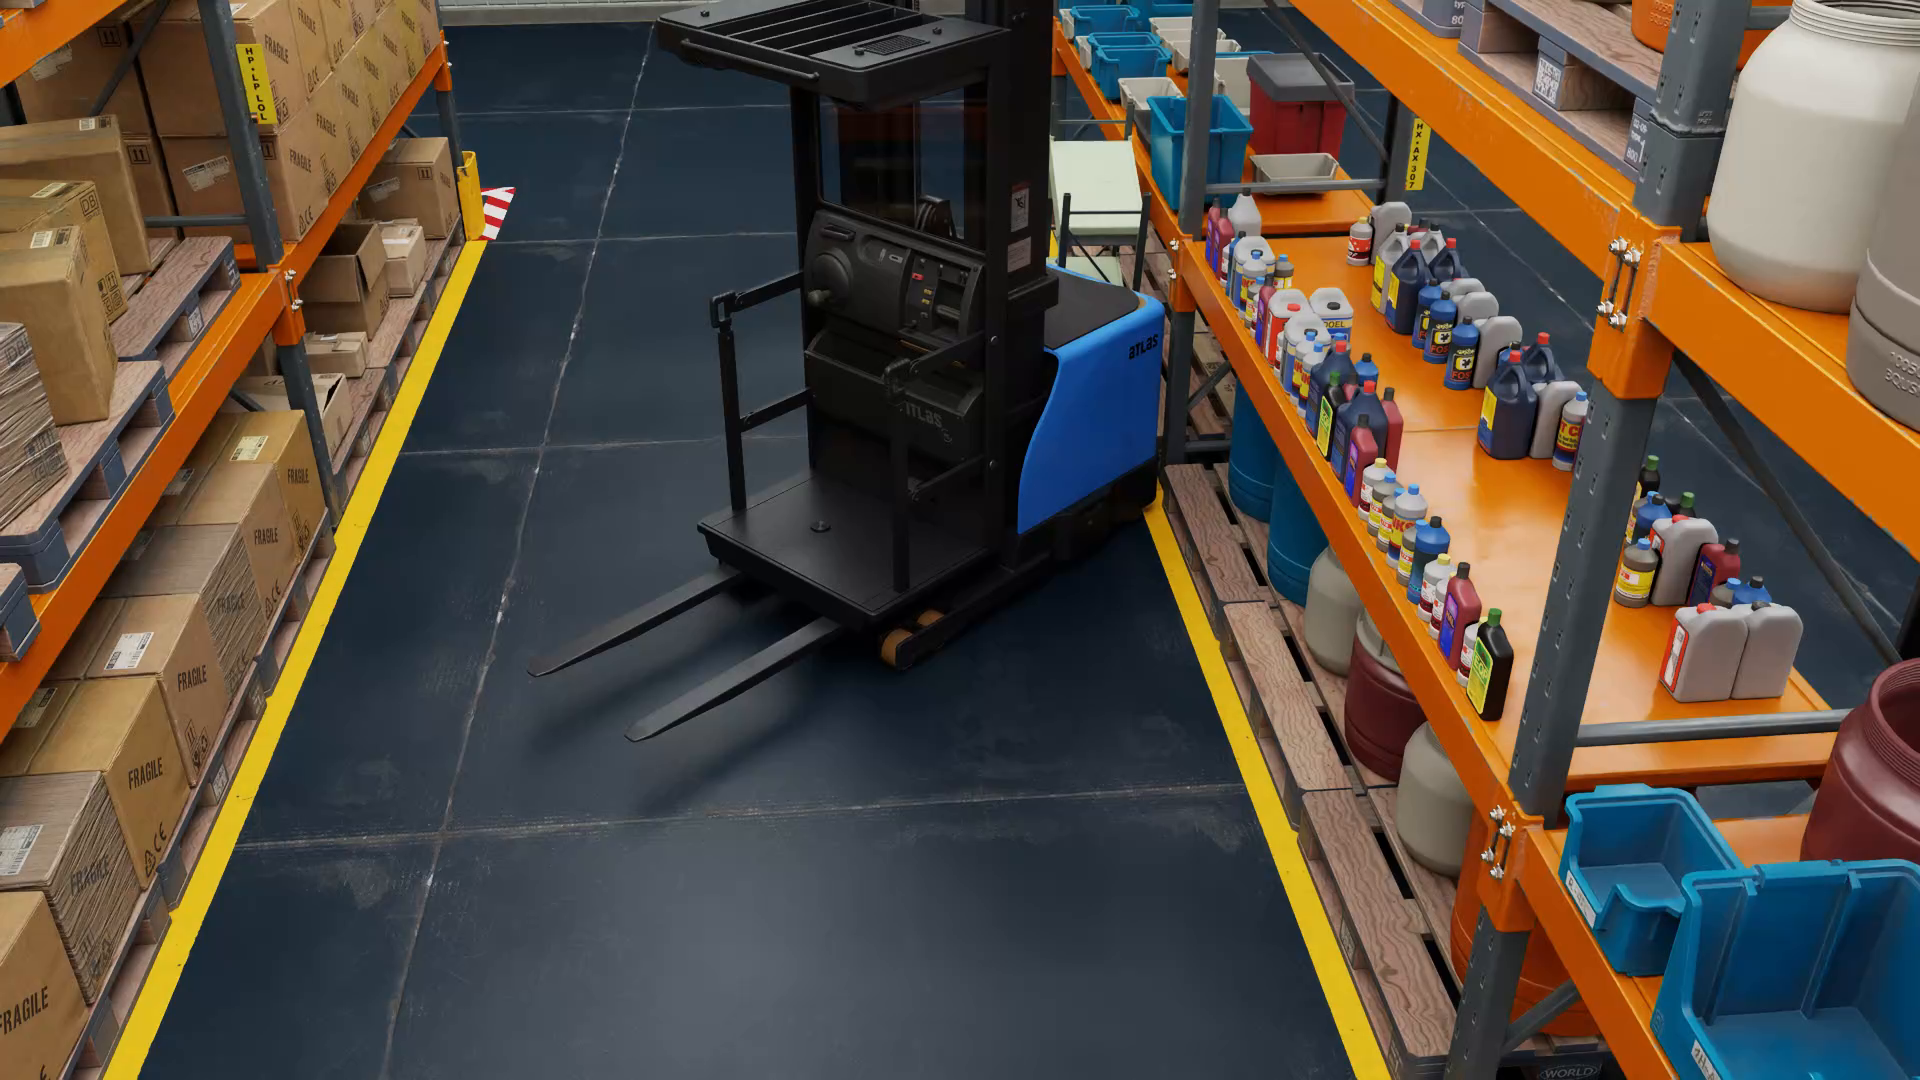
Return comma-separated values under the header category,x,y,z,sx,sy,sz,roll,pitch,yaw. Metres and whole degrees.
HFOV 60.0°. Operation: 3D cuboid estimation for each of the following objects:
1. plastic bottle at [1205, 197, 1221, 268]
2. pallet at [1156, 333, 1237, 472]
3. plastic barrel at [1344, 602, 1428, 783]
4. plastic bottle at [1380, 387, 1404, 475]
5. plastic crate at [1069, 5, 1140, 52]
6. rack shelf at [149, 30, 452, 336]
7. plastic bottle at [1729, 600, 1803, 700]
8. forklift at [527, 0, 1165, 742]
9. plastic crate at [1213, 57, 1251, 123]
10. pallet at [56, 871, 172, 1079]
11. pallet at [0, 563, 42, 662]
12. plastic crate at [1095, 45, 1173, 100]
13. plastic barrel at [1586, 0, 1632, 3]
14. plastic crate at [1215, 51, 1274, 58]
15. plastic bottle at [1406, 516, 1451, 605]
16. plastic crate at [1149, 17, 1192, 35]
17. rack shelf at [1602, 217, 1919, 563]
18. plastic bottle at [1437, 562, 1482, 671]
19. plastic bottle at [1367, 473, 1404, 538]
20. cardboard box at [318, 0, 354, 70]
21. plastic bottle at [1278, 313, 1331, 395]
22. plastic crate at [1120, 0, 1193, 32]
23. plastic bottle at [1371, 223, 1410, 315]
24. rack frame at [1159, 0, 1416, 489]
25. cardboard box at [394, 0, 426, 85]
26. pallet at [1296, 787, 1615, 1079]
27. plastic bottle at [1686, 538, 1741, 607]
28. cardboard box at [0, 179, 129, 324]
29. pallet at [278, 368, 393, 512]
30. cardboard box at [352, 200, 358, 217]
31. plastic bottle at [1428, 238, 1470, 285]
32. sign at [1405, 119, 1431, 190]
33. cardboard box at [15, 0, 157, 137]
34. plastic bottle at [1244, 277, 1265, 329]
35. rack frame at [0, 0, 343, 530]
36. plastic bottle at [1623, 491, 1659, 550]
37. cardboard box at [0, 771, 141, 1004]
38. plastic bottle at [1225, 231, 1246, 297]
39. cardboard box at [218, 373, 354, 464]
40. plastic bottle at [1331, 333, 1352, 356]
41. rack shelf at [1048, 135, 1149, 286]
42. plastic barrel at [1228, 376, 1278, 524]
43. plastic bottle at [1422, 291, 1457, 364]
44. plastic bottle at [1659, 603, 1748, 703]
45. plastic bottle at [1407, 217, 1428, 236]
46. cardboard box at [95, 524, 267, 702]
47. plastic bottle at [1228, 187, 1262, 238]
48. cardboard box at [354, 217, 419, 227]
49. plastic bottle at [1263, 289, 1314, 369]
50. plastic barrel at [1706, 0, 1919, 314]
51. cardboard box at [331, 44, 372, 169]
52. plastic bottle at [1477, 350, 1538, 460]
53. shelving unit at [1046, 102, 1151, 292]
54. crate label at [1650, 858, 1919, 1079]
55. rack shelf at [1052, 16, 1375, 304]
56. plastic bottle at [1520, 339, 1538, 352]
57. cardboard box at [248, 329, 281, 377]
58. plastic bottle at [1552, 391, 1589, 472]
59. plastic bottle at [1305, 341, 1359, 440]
category,x,y,z,sx,sy,sz,roll,pitch,yaw
plastic bottle,1.103,-1.322,7.152,0.061,0.283,0.133,-3,31,-5
pallet,1.386,-0.756,8.811,1.003,0.211,1.213,-3,31,-5
plastic barrel,1.699,0.492,5.944,0.600,0.588,0.708,-3,31,-5
plastic bottle,1.424,-0.359,5.539,0.061,0.283,0.133,-3,31,-5
plastic crate,0.877,-3.098,10.117,0.416,0.233,0.300,-3,31,-5
rack shelf,-3.625,-2.057,8.970,1.077,0.370,4.000,-3,31,-5
plastic bottle,2.149,0.279,4.479,0.152,0.276,0.135,-3,31,-5
forklift,-0.423,-1.019,6.598,1.130,2.935,3.031,25,39,35
plastic crate,1.534,-2.343,8.805,0.437,0.282,0.530,-3,31,-5
pallet,-3.097,1.512,5.013,1.003,0.211,1.213,-3,31,-5
pallet,-3.198,0.437,4.280,1.213,0.211,1.003,-3,31,-5
plastic crate,0.966,-2.609,9.297,0.416,0.233,0.300,-3,31,-5
plastic barrel,1.621,-1.487,4.114,0.301,0.262,0.301,0,31,0
plastic crate,1.567,-2.540,9.182,0.416,0.233,0.300,-3,31,-5
plastic bottle,1.372,0.054,4.859,0.097,0.271,0.097,0,31,0
plastic crate,1.376,-3.127,10.259,0.396,0.136,0.243,-3,31,-5
rack shelf,2.054,0.504,1.757,1.077,0.370,4.000,-3,31,-5
plastic bottle,1.383,0.208,4.590,0.061,0.283,0.133,-3,31,-5
plastic bottle,1.336,-0.114,5.210,0.097,0.201,0.097,0,31,0
cardboard box,-3.299,-2.597,8.100,0.500,0.500,0.500,-4,31,-6
plastic bottle,1.266,-0.681,6.086,0.152,0.276,0.135,-3,31,-5
plastic crate,1.337,-3.501,10.594,0.616,0.435,0.499,-3,31,-5
plastic bottle,1.762,-1.098,6.712,0.144,0.351,0.185,-3,31,-5
rack frame,1.494,-1.580,7.470,1.000,3.000,0.127,-3,31,-5
cardboard box,-3.447,-2.949,9.665,0.500,0.500,0.500,-2,31,-4
pallet,1.752,1.259,5.437,1.003,0.211,1.213,-3,31,-5
plastic bottle,2.163,0.106,4.761,0.061,0.283,0.133,-3,31,-5
cardboard box,-3.490,-0.967,5.937,0.700,0.500,0.500,2,31,3
pallet,-3.502,-0.498,8.378,1.003,0.211,1.213,-3,31,-5
cardboard box,-4.115,-2.122,10.728,0.380,0.149,0.250,-3,31,-5
plastic bottle,1.922,-1.011,6.565,0.144,0.351,0.185,-3,31,-5
sign,2.041,-1.724,7.442,0.100,0.325,0.005,-3,31,-5
cardboard box,-3.744,-2.063,7.205,0.500,0.500,0.500,-3,31,-4
plastic bottle,1.184,-0.943,6.598,0.097,0.201,0.097,0,31,0
rack frame,-3.439,-1.345,7.076,1.000,3.000,0.127,-3,31,-5
plastic bottle,2.109,-0.054,5.109,0.097,0.201,0.097,0,31,0
cardboard box,-2.877,1.069,5.044,0.500,0.500,0.500,-4,31,-6
plastic bottle,1.154,-1.141,6.861,0.097,0.271,0.097,0,31,0
cardboard box,-3.262,-0.604,8.029,0.500,0.311,0.500,-3,31,-5
plastic bottle,1.388,-0.665,6.131,0.097,0.201,0.097,0,31,0
rack shelf,0.655,-1.607,8.091,0.431,0.370,0.720,-1,48,-2
plastic barrel,1.527,-0.581,7.434,0.600,0.901,0.708,-3,31,-5
plastic bottle,1.824,-0.811,6.308,0.097,0.271,0.097,0,31,0
plastic bottle,1.997,0.286,4.467,0.152,0.276,0.135,-3,31,-5
plastic bottle,1.919,-1.228,6.995,0.061,0.283,0.133,-3,31,-5
cardboard box,-3.023,0.287,6.354,0.500,0.500,0.500,-2,31,-4
plastic bottle,1.207,-1.343,7.121,0.144,0.351,0.185,-3,31,-5
cardboard box,-3.568,-1.882,10.310,0.380,0.166,0.250,-3,31,-5
plastic bottle,1.244,-0.800,6.284,0.152,0.276,0.135,-3,31,-5
plastic barrel,1.591,-0.700,2.963,0.421,0.512,0.421,0,31,0
cardboard box,-3.310,-2.178,8.373,0.500,0.500,0.500,-3,31,-5
plastic bottle,1.869,-0.467,5.655,0.144,0.351,0.185,-3,31,-5
shelving unit,0.649,-1.344,8.380,0.431,1.500,0.755,-1,48,-2
crate label,1.691,0.967,3.171,0.502,0.435,0.616,-3,31,-5
rack shelf,1.307,-2.292,9.364,1.077,0.370,4.000,-3,31,-5
plastic bottle,2.035,-0.597,5.938,0.061,0.283,0.133,-3,31,-5
cardboard box,-3.844,-1.039,8.758,0.500,0.311,0.500,-3,31,-5
plastic bottle,2.057,-0.369,5.568,0.097,0.271,0.097,0,31,0
plastic bottle,1.295,-0.532,5.764,0.144,0.351,0.185,-3,31,-5
